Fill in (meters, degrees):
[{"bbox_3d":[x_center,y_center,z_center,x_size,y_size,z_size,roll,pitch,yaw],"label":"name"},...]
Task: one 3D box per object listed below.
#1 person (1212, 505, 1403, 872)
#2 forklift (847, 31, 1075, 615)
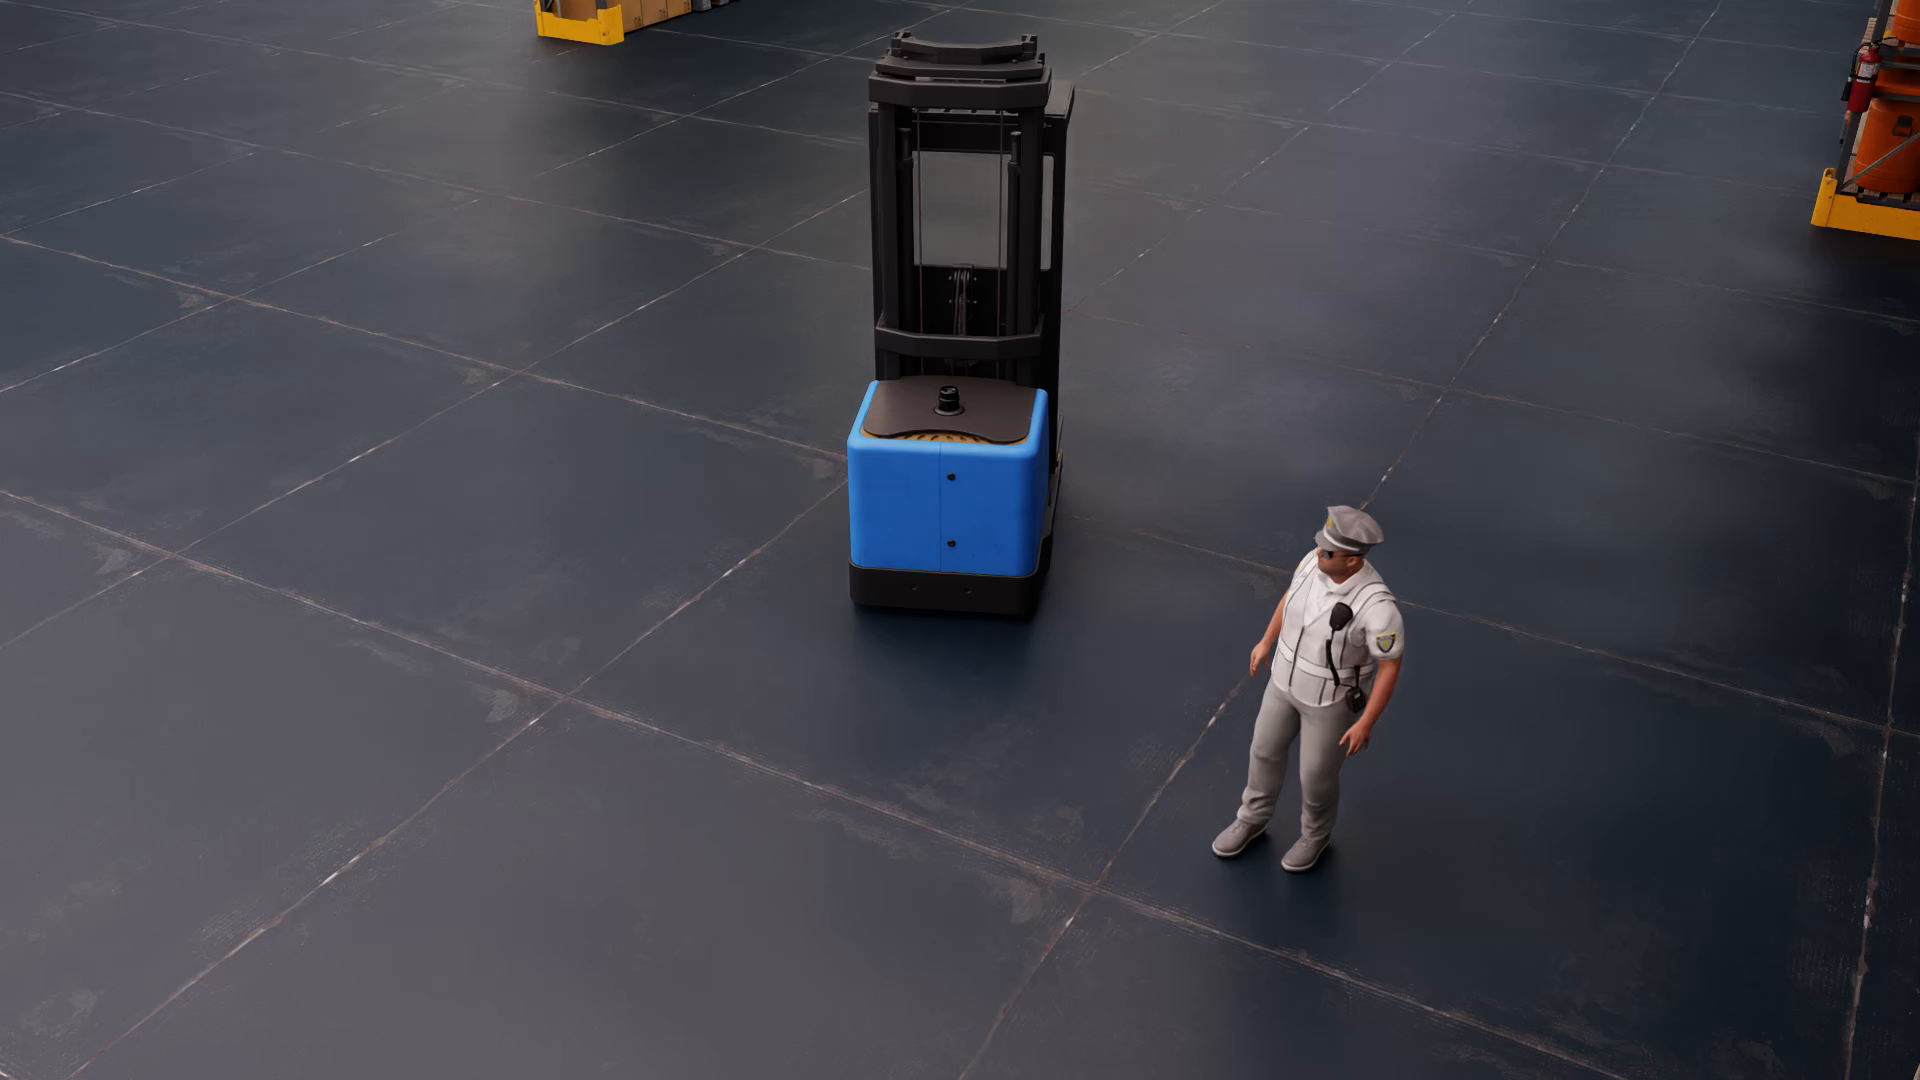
[{"bbox_3d":[1.475,0.653,7.106,0.545,1.764,0.711,-21,36,-32],"label":"person"},{"bbox_3d":[0.072,-1.572,9.794,1.130,2.935,3.031,3,30,6],"label":"forklift"}]
